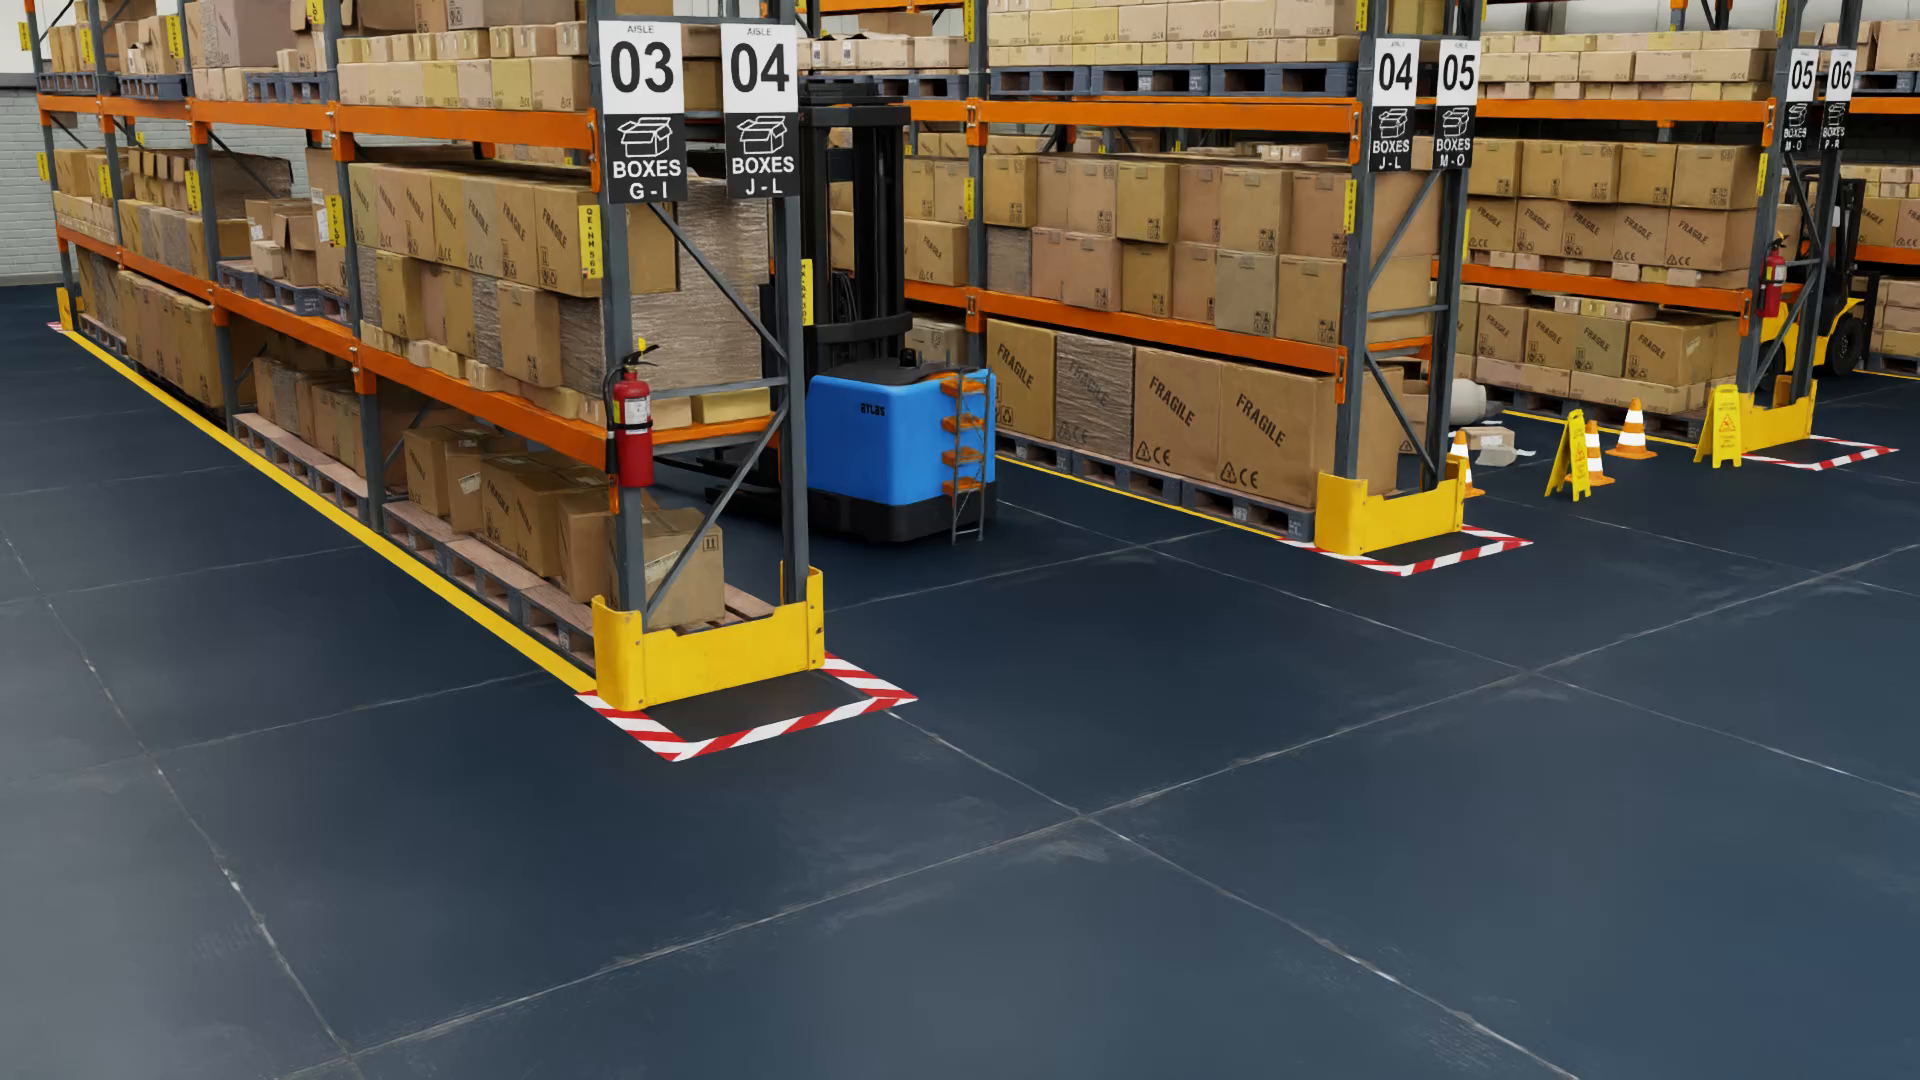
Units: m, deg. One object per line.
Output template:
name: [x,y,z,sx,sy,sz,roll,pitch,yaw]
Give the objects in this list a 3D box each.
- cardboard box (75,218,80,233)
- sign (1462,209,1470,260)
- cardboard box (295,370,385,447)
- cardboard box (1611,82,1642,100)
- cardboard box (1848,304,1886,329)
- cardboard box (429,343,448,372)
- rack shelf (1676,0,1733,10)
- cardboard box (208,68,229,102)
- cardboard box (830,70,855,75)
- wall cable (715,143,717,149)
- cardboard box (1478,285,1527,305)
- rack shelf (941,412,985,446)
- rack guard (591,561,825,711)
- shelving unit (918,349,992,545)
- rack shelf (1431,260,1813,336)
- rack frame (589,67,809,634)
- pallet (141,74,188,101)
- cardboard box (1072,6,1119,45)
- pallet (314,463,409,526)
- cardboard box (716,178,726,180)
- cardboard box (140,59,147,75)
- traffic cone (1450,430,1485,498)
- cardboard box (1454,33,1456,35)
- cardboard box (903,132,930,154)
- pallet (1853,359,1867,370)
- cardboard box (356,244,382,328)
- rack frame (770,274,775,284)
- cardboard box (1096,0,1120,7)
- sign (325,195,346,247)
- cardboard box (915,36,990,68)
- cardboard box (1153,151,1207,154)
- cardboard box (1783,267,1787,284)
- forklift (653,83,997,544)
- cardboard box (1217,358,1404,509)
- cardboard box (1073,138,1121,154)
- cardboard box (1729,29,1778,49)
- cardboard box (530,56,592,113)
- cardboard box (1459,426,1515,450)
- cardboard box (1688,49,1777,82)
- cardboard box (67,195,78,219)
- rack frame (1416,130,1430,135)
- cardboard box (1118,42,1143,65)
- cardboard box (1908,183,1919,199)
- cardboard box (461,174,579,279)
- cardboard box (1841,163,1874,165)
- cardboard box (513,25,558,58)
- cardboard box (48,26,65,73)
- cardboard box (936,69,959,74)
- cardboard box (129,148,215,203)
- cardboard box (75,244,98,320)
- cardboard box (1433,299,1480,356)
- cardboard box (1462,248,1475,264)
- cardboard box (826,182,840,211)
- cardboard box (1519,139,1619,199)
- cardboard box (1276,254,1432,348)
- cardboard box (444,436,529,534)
cardboard box: [-9.919,-3.615,19.080,0.380,0.149,0.250,-11,19,-35]
sign: [3.313,-2.010,10.949,0.100,0.325,0.005,-11,19,-35]
cardboard box: [-4.829,-1.060,13.167,0.700,0.500,0.500,-9,18,-30]
cardboard box: [5.788,-3.838,14.211,0.380,0.149,0.250,-11,19,-35]
cardboard box: [9.672,-2.419,17.700,0.500,0.250,0.500,-11,19,-36]
cardboard box: [-2.925,-1.099,9.884,0.380,0.149,0.250,-11,19,-35]
rack shelf: [9.642,-5.812,17.384,1.077,0.370,4.000,-11,19,-35]
cardboard box: [-5.543,-3.554,12.983,0.500,0.250,0.500,-10,18,-33]
cardboard box: [-1.539,-6.968,23.997,0.500,0.500,0.500,-10,18,-34]
wall cable: [-4.796,-7.589,31.198,0.588,1.984,0.122,-11,19,-35]
cardboard box: [5.071,-2.294,15.540,0.380,0.149,0.250,-10,18,-31]
rack shelf: [-0.056,-0.765,10.960,0.258,0.148,0.480,-10,23,-33]
rack guard: [-1.256,0.468,8.419,1.175,0.500,0.348,-11,19,-35]
shelving unit: [-0.063,-0.617,11.011,0.258,1.200,0.503,-10,23,-33]
rack shelf: [5.629,-2.340,15.305,1.077,0.370,4.000,-11,19,-35]
rack frame: [-1.211,-0.721,8.029,1.000,3.000,0.127,-11,19,-35]
pallet: [-6.336,-3.915,14.372,1.213,0.211,1.003,-10,18,-32]
cardboard box: [1.165,-3.729,12.074,0.500,0.250,0.500,-11,19,-35]
pallet: [-4.022,-0.396,12.125,1.003,0.211,1.213,-11,19,-35]
cardboard box: [-2.414,-3.842,17.984,0.380,0.149,0.250,-12,19,-37]
cardboard box: [-7.512,-4.471,15.727,0.380,0.149,0.250,-12,19,-37]
traffic cone: [3.697,-0.580,12.318,0.336,0.463,0.334,-11,19,-35]
cardboard box: [6.343,-6.292,21.528,0.500,0.500,0.500,-11,19,-34]
cardboard box: [-0.751,-5.410,23.078,0.500,0.500,0.500,-11,19,-35]
pallet: [9.621,-2.103,18.359,1.003,0.211,1.213,-11,19,-35]
cardboard box: [-3.348,-1.661,10.712,0.875,0.500,0.500,-11,19,-35]
rack frame: [-1.843,-3.178,17.005,1.000,3.000,0.127,-11,19,-35]
cardboard box: [1.197,-3.883,11.878,0.380,0.149,0.250,-11,19,-35]
sign: [-4.010,-2.047,10.680,0.100,0.325,0.005,-11,19,-35]
cardboard box: [-0.036,-4.075,13.900,0.500,0.250,0.500,-11,19,-34]
cardboard box: [2.593,-4.308,19.586,0.500,0.500,0.500,-12,19,-36]
cardboard box: [6.773,-2.243,14.065,0.380,0.149,0.250,-11,19,-34]
forklift: [-1.183,-1.689,11.695,3.031,2.935,1.130,13,20,40]
cardboard box: [2.408,-0.782,11.480,0.875,0.875,0.875,-11,19,-34]
cardboard box: [1.586,-4.568,20.001,0.500,0.500,0.500,-11,19,-36]
cardboard box: [6.367,-3.996,13.278,0.380,0.149,0.250,-11,19,-34]
cardboard box: [-1.700,-2.159,7.885,0.500,0.250,0.500,-10,18,-33]
cardboard box: [4.401,-0.851,13.902,0.380,0.149,0.250,-2,15,-6]
cardboard box: [6.286,-3.845,13.480,0.500,0.250,0.500,-11,19,-35]
cardboard box: [-9.951,-3.847,19.169,0.500,0.250,0.500,-12,19,-36]
rack frame: [6.114,-4.739,22.709,1.000,3.000,0.127,-11,19,-35]
cardboard box: [1.342,-3.445,11.789,0.380,0.149,0.250,-11,19,-34]
cardboard box: [9.973,-3.592,17.100,0.380,0.149,0.250,-11,19,-35]
cardboard box: [-2.325,-1.687,8.912,0.500,0.500,0.500,-11,19,-35]
cardboard box: [9.749,-4.031,18.140,0.380,0.149,0.250,-10,18,-33]
cardboard box: [-1.934,-2.414,8.061,0.380,0.149,0.250,-12,19,-37]
cardboard box: [-10.036,-5.642,19.152,0.700,0.500,0.500,-12,19,-37]
cardboard box: [0.033,-6.286,21.695,0.500,0.500,0.500,-11,19,-36]
cardboard box: [-7.884,-3.681,16.752,0.797,0.503,0.637,-11,19,-36]
cardboard box: [-10.178,-3.191,20.283,0.875,0.875,0.875,-11,19,-35]
cardboard box: [4.906,-2.071,15.954,0.500,0.500,0.500,-10,18,-32]
cardboard box: [4.867,-2.719,15.805,0.380,0.149,0.250,-10,18,-33]
cardboard box: [-0.986,-3.394,15.711,0.700,0.500,0.500,-11,19,-35]
cardboard box: [5.473,-3.339,14.946,0.700,0.500,0.500,-11,19,-35]
cardboard box: [2.606,-1.614,11.007,0.875,0.550,0.550,-11,19,-35]
cardboard box: [-3.017,-0.360,10.647,0.500,0.500,0.500,-5,16,-17]
